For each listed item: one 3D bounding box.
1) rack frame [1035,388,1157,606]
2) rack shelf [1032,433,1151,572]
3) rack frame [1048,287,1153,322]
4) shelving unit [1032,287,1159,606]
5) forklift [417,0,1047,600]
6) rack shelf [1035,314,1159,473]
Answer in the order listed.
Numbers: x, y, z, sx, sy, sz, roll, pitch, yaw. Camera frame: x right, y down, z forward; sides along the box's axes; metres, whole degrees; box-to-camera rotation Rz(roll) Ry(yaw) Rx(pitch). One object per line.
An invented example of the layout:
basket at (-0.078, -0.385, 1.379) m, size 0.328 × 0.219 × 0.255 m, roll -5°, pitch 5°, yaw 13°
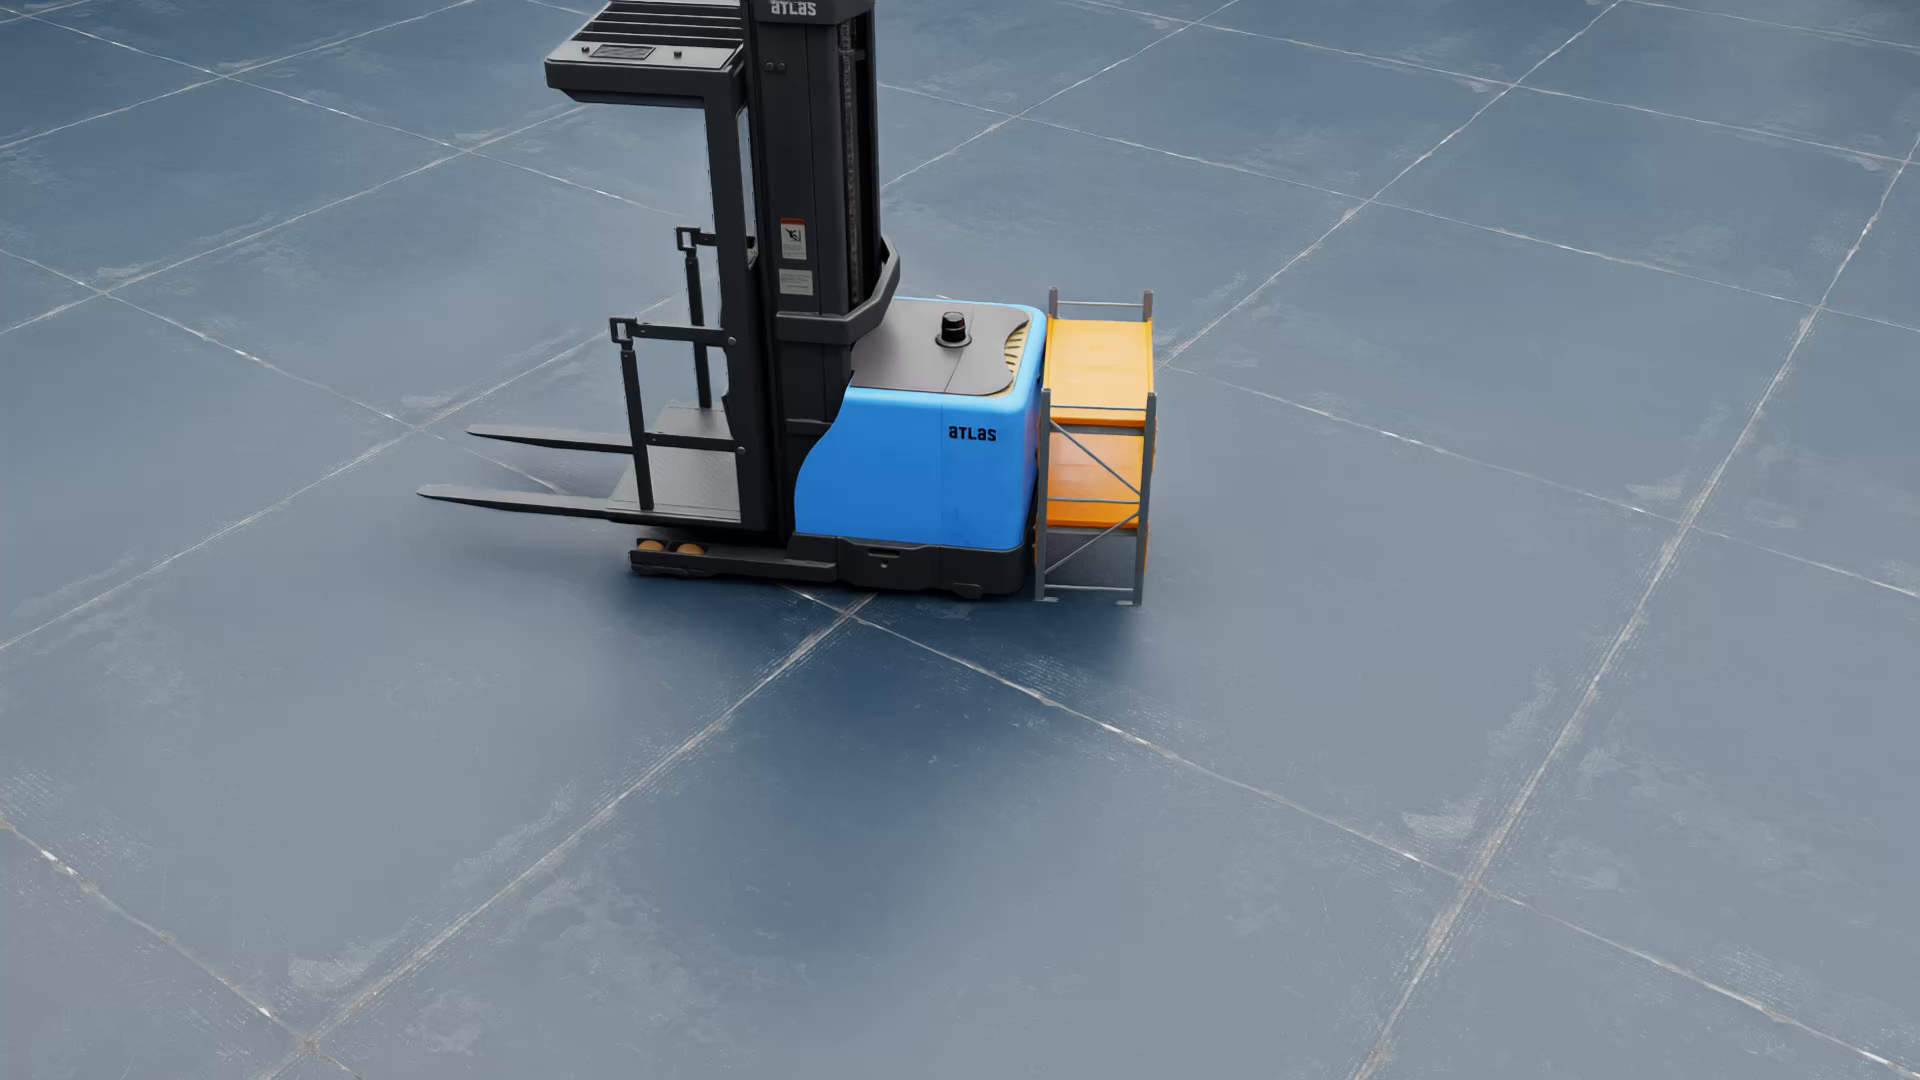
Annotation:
rack frame at (0.601, -0.174, 7.504) m, size 0.500 × 1.125 × 0.032 m, roll 3°, pitch 34°, yaw 4°
rack shelf at (0.641, -0.256, 8.060) m, size 0.538 × 0.278 × 1.000 m, roll 3°, pitch 34°, yaw 4°
rack frame at (0.681, -0.742, 8.343) m, size 0.500 × 1.125 × 0.032 m, roll 3°, pitch 34°, yaw 4°
shelving unit at (0.641, -0.458, 7.923) m, size 0.538 × 1.125 × 1.048 m, roll 3°, pitch 34°, yaw 4°
forklift at (-1.133, -1.313, 7.576) m, size 3.031 × 2.935 × 1.130 m, roll 5°, pitch 34°, yaw 7°
rack shelf at (0.641, -0.701, 7.759) m, size 0.538 × 0.278 × 1.000 m, roll 3°, pitch 34°, yaw 4°
